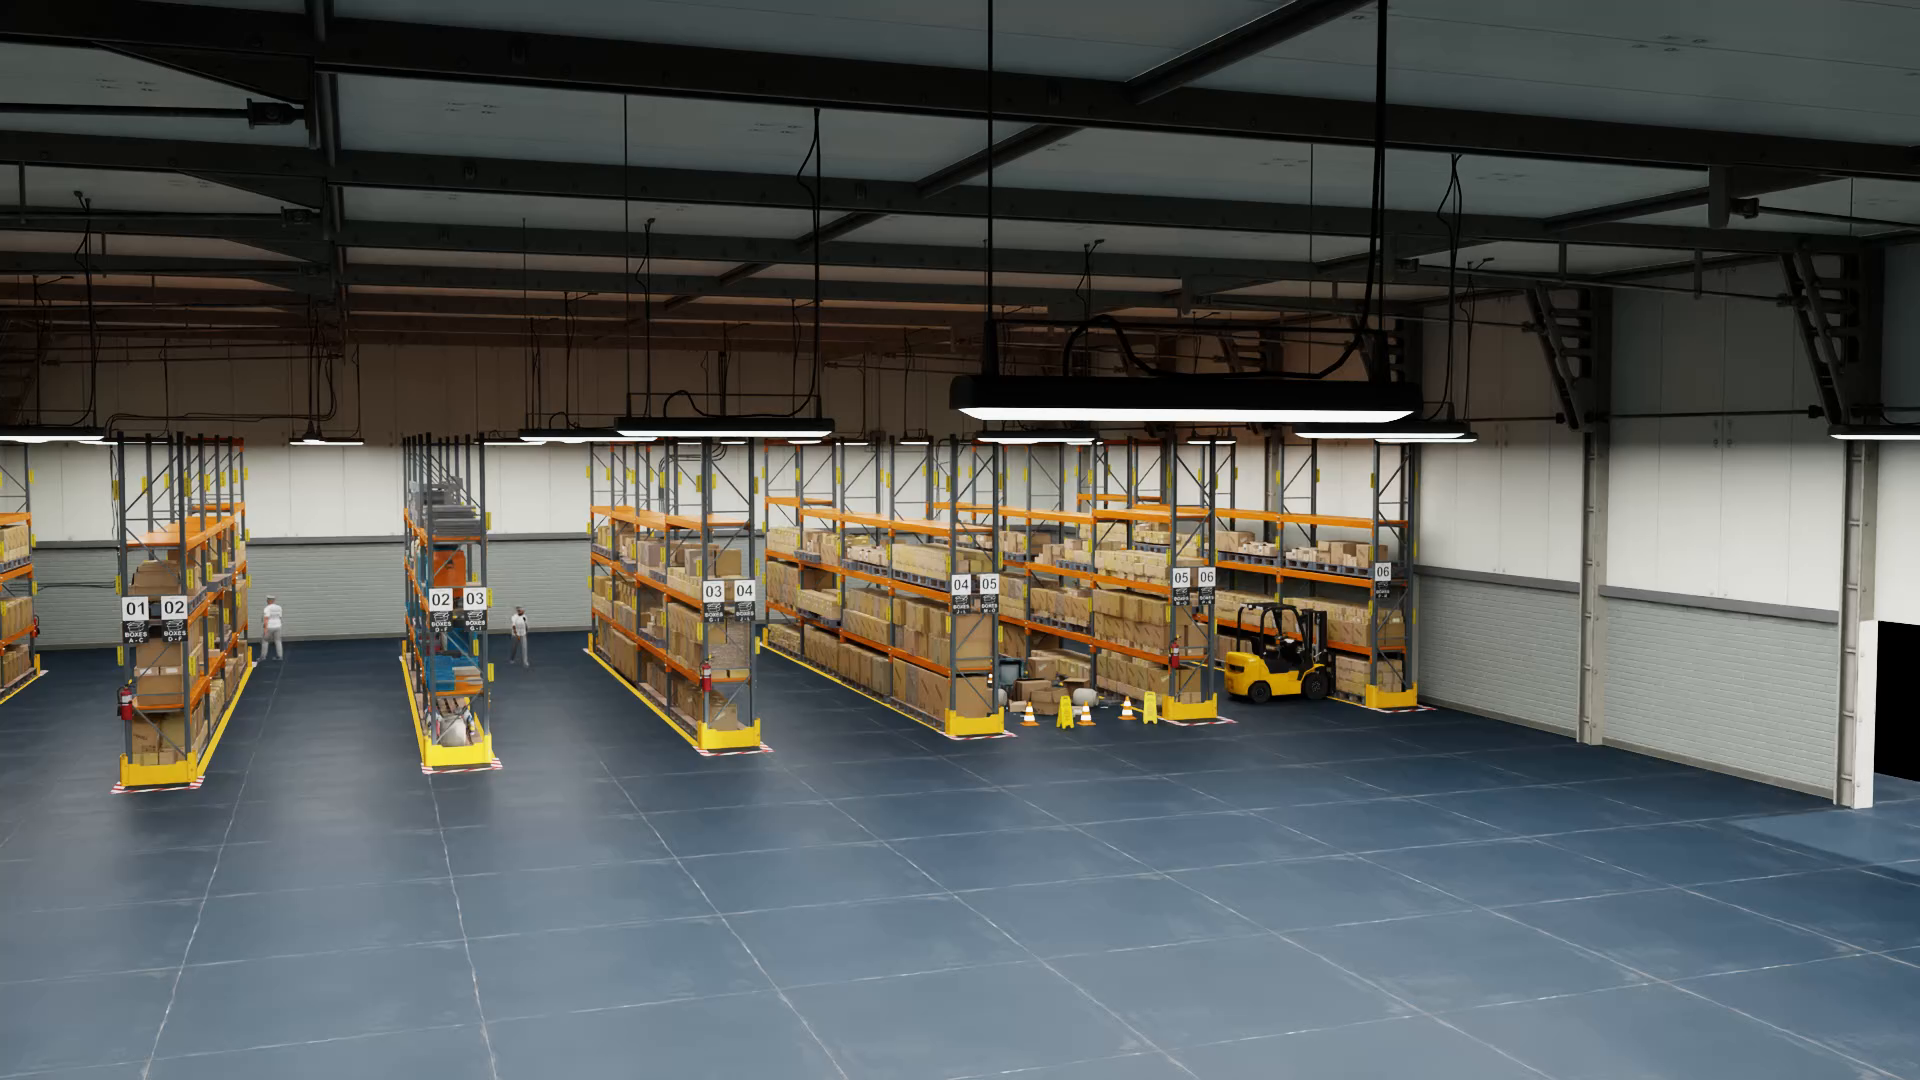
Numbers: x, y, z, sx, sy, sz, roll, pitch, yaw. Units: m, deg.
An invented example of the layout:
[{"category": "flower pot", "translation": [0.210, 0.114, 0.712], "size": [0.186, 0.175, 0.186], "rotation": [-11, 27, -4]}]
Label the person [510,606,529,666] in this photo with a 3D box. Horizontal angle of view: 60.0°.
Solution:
[{"category": "person", "translation": [-11.526, 2.501, 43.570], "size": [0.438, 1.582, 1.068], "rotation": [-2, 4, -35]}]

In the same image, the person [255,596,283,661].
[{"category": "person", "translation": [-18.525, 2.389, 44.713], "size": [0.759, 1.777, 0.587], "rotation": [3, 4, 38]}]

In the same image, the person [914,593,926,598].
[{"category": "person", "translation": [-1.174, 2.029, 51.872], "size": [0.752, 1.616, 0.484], "rotation": [-3, 4, -39]}]
